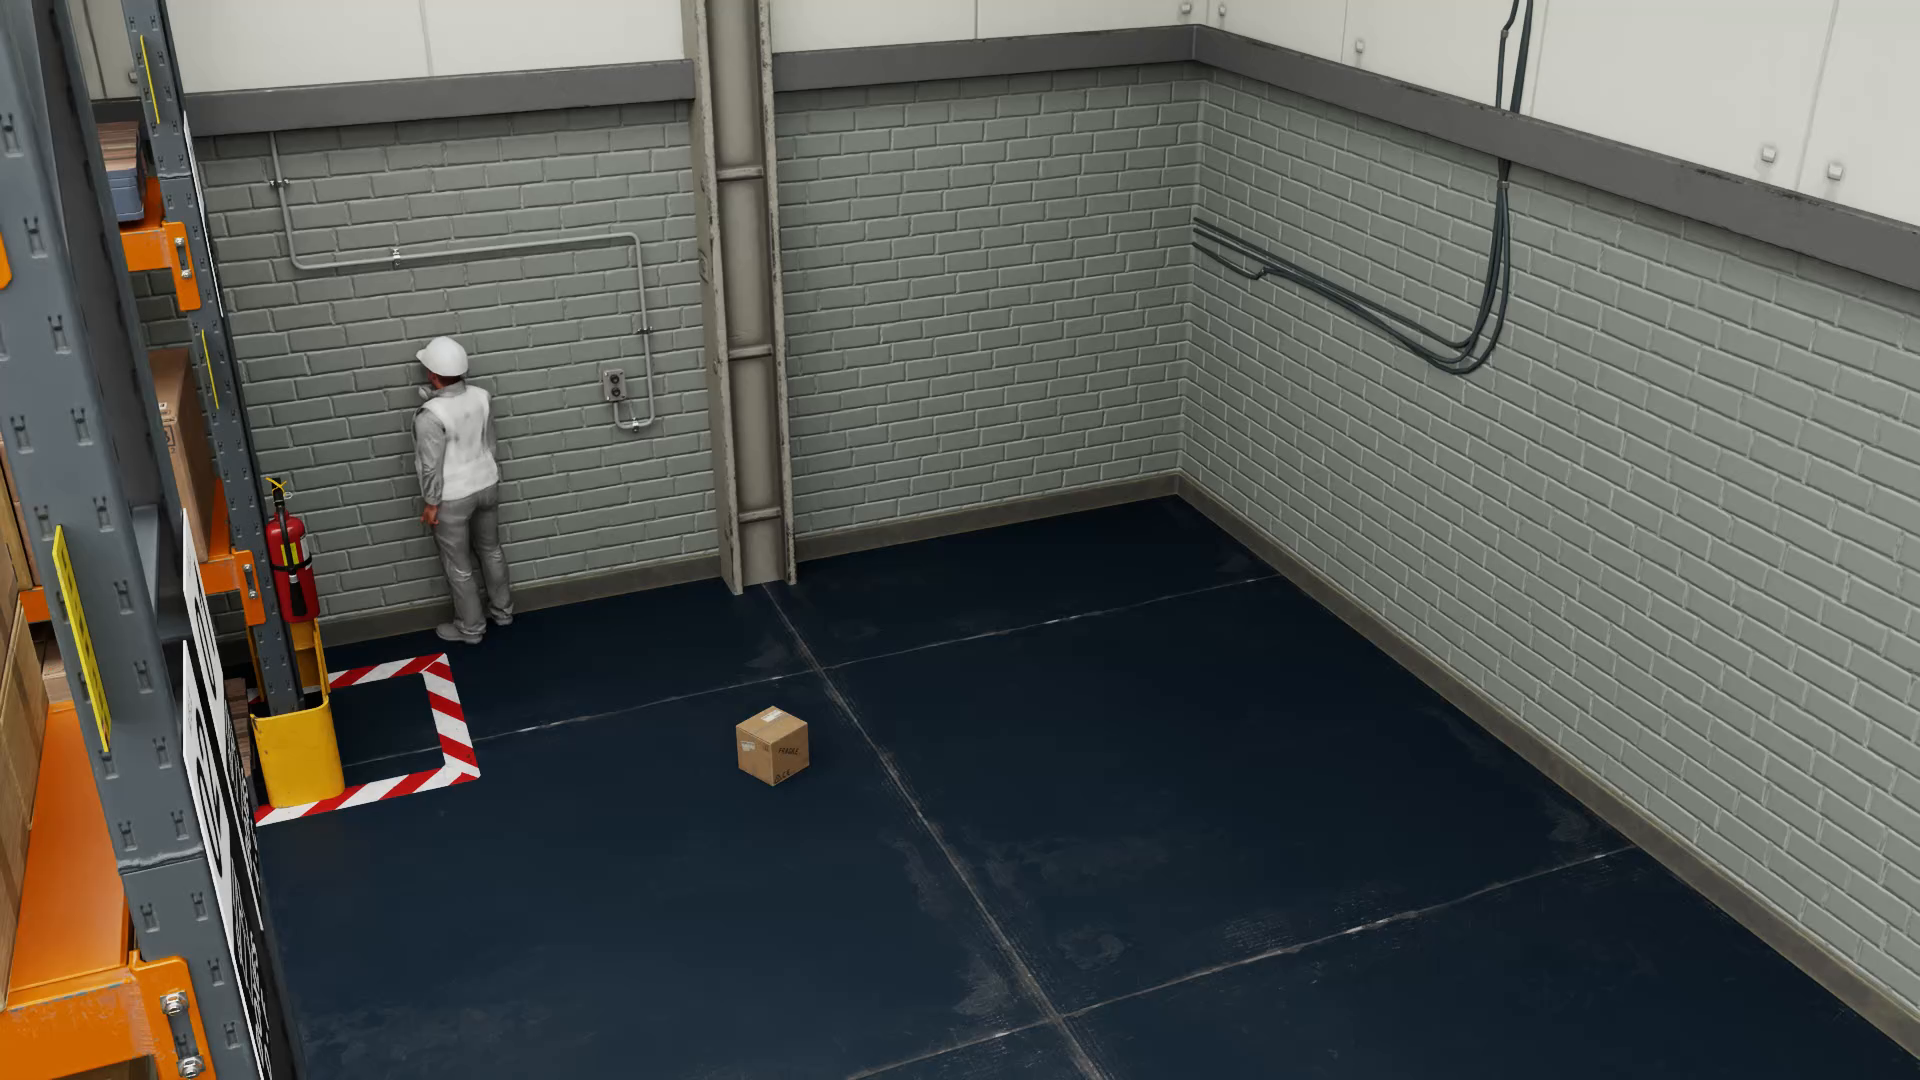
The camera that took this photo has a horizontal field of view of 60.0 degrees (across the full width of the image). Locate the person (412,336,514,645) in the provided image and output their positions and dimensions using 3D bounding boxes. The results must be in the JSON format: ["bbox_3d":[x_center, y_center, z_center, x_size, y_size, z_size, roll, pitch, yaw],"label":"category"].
[{"bbox_3d":[-2.759,-0.277,9.155,0.372,1.774,0.523,14,29,27],"label":"person"}]
